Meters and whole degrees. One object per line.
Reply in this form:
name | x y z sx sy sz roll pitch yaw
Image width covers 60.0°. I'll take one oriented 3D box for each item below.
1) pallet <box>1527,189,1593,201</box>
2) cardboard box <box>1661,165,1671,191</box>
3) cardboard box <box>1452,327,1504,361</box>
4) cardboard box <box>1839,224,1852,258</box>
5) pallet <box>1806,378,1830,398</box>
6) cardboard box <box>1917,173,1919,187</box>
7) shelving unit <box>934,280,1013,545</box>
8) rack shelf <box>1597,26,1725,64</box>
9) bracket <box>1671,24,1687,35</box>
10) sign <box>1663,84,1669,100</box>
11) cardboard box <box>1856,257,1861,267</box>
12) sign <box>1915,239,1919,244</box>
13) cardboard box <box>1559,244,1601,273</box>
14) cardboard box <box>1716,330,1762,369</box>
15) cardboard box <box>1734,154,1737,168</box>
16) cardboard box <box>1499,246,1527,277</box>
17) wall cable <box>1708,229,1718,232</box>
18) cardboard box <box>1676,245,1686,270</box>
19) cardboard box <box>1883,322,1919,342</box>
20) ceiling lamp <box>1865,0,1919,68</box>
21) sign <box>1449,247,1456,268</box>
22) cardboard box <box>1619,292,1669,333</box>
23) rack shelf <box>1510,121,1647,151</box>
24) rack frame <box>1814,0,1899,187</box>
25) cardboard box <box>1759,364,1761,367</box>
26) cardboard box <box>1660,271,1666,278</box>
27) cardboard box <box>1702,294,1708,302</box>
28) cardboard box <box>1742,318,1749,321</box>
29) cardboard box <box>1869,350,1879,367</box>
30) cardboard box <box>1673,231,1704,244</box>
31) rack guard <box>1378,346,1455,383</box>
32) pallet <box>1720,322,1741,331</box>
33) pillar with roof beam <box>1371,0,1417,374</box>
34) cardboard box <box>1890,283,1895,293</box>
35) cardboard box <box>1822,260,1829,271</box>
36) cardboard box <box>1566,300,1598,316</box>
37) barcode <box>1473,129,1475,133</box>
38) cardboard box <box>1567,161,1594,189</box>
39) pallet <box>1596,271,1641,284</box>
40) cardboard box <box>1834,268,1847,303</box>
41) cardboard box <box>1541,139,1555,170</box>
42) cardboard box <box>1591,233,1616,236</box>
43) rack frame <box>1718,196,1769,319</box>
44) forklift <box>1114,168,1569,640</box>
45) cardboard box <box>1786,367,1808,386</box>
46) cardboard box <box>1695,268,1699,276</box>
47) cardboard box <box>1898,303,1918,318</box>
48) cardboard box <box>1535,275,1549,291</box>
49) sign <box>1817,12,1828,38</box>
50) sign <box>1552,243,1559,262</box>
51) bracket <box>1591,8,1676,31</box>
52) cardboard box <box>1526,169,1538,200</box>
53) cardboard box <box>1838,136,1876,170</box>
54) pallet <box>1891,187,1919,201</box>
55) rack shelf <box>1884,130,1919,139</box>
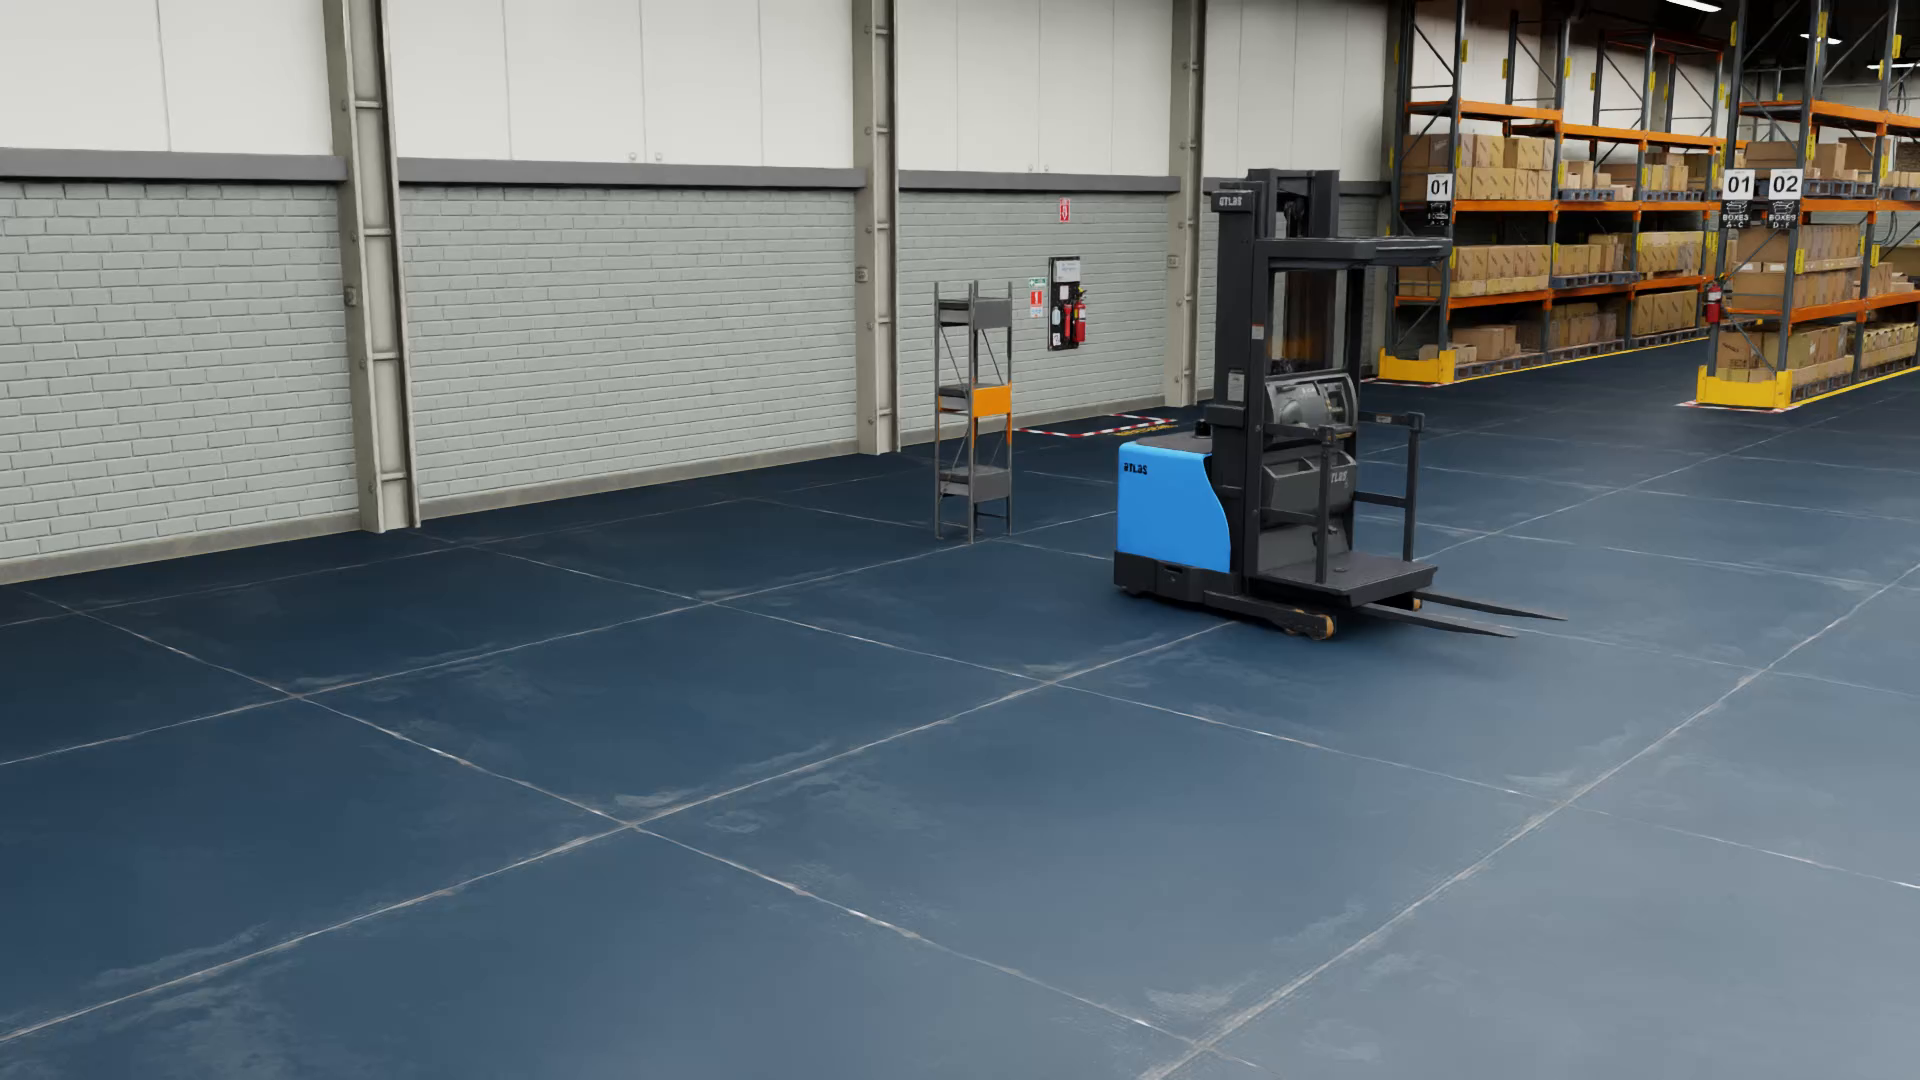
pallet | 10.327 -6.052 29.176 1.213 0.211 1.003 10 15 40
cardboard box | 13.759 -7.238 33.255 0.700 0.500 0.500 10 15 40
cardboard box | 8.622 -3.273 27.700 0.700 0.500 0.500 9 14 37
cardboard box | 12.942 -4.501 25.021 0.700 0.500 0.500 10 15 40
pallet | 12.202 -2.297 24.673 1.003 0.211 1.213 10 15 40
cardboard box | 15.946 -6.074 28.117 0.500 0.250 0.500 8 14 36
shelving unit | 0.109 -1.054 13.627 0.431 2.100 0.503 10 15 40
rack shelf | 13.800 -9.698 32.643 1.077 0.370 4.000 10 15 40
bracket | 14.926 -10.588 34.558 0.235 0.232 0.430 10 15 40
sign | 14.720 -9.326 34.641 0.100 0.325 0.005 10 15 40
cardboard box | 13.545 -4.256 25.449 0.380 0.149 0.250 10 15 40
sign | 18.431 -5.627 32.015 0.100 0.325 0.005 10 15 40
cardboard box | 11.372 -5.193 30.674 0.700 0.500 0.500 10 15 40
cardboard box | 11.053 -2.711 23.658 0.500 0.500 0.500 10 15 40
cardboard box | 16.136 -7.939 35.281 0.500 0.500 0.500 9 15 39
cardboard box | 9.094 -4.644 27.721 0.500 0.500 0.500 9 15 39
wall cable | 17.896 -7.171 39.361 0.084 1.984 1.851 10 15 40
cardboard box | 14.338 -5.728 33.668 0.500 0.500 0.500 10 15 40
cardboard box | 16.043 -3.569 28.436 0.500 0.311 0.500 10 15 42
ceiling lamp | 21.430 -12.235 37.088 2.000 3.185 0.800 10 15 40
sign | 7.607 -4.362 25.683 0.100 0.325 0.005 10 15 40
cardboard box | 13.647 -4.556 33.279 0.750 0.750 0.750 10 15 40
rack shelf | 11.160 -7.284 30.061 1.077 0.370 4.000 10 15 40
rack frame | 13.563 -6.898 25.274 1.000 3.000 0.127 10 15 40
cardboard box | 11.376 -2.418 24.106 0.500 0.250 0.500 10 15 40
cardboard box | 13.876 -5.317 33.264 0.380 0.149 0.250 10 15 41
cardboard box | 16.054 -5.195 35.717 0.380 0.149 0.250 10 15 42
cardboard box | 17.374 -5.226 37.528 0.700 0.500 0.500 10 15 40
cardboard box | 14.354 -2.916 26.602 0.500 0.250 0.500 10 15 42
cardboard box | 15.004 -6.244 34.335 0.500 0.250 0.500 10 15 42
rack guard | 7.249 -2.793 26.420 1.175 0.500 0.348 10 15 40
pallet | 16.486 -4.688 36.644 1.003 0.211 1.213 10 15 40
pillar with roof beam | 10.245 -6.608 23.820 9.100 9.000 0.400 10 15 40
cardboard box | 15.404 -4.227 27.857 0.250 0.149 0.380 -11 16 -43
cardboard box | 12.359 -3.991 24.123 0.380 0.149 0.250 10 15 41
cardboard box | 11.621 -4.354 31.197 0.500 0.250 0.500 10 15 41
barcode | 8.599 -6.850 27.840 0.001 0.075 0.075 10 15 40
cardboard box | 11.075 -6.574 29.980 0.500 0.500 0.500 9 14 38
pallet | 12.090 -4.972 31.437 1.213 0.211 1.003 10 15 40
cardboard box | 12.932 -3.861 25.128 0.700 0.500 0.500 10 15 40
cardboard box | 9.713 -6.508 28.118 0.500 0.500 0.500 8 14 36
cardboard box | 12.585 -5.858 32.400 0.500 0.250 0.500 10 15 42
rack frame | 17.761 -6.362 37.905 1.000 3.000 0.127 10 15 40
forklift | 2.461 -0.915 10.807 1.130 2.935 3.031 -10 15 -42
cardboard box | 11.771 -2.350 23.765 0.500 0.250 0.500 10 15 40
cardboard box | 15.110 -5.574 34.549 0.380 0.149 0.250 10 15 41
cardboard box | 17.351 -4.230 30.578 0.500 0.250 0.500 9 15 39
cardboard box | 9.755 -4.424 28.533 0.500 0.250 0.500 10 15 40
sign | 11.335 -6.773 21.857 0.100 0.325 0.005 10 15 40
sign | 10.252 -4.952 28.635 0.100 0.325 0.005 10 15 40
bracket | 13.214 -10.207 32.648 0.076 0.066 4.783 10 15 40
cardboard box | 9.349 -5.947 27.864 0.500 0.500 0.500 8 14 36
cardboard box | 14.000 -6.013 25.897 0.500 0.500 0.500 10 15 41
pallet | 15.087 -5.647 27.149 1.003 0.211 1.213 11 16 43
rack shelf | 17.524 -7.232 29.803 1.077 0.370 4.000 10 15 40
